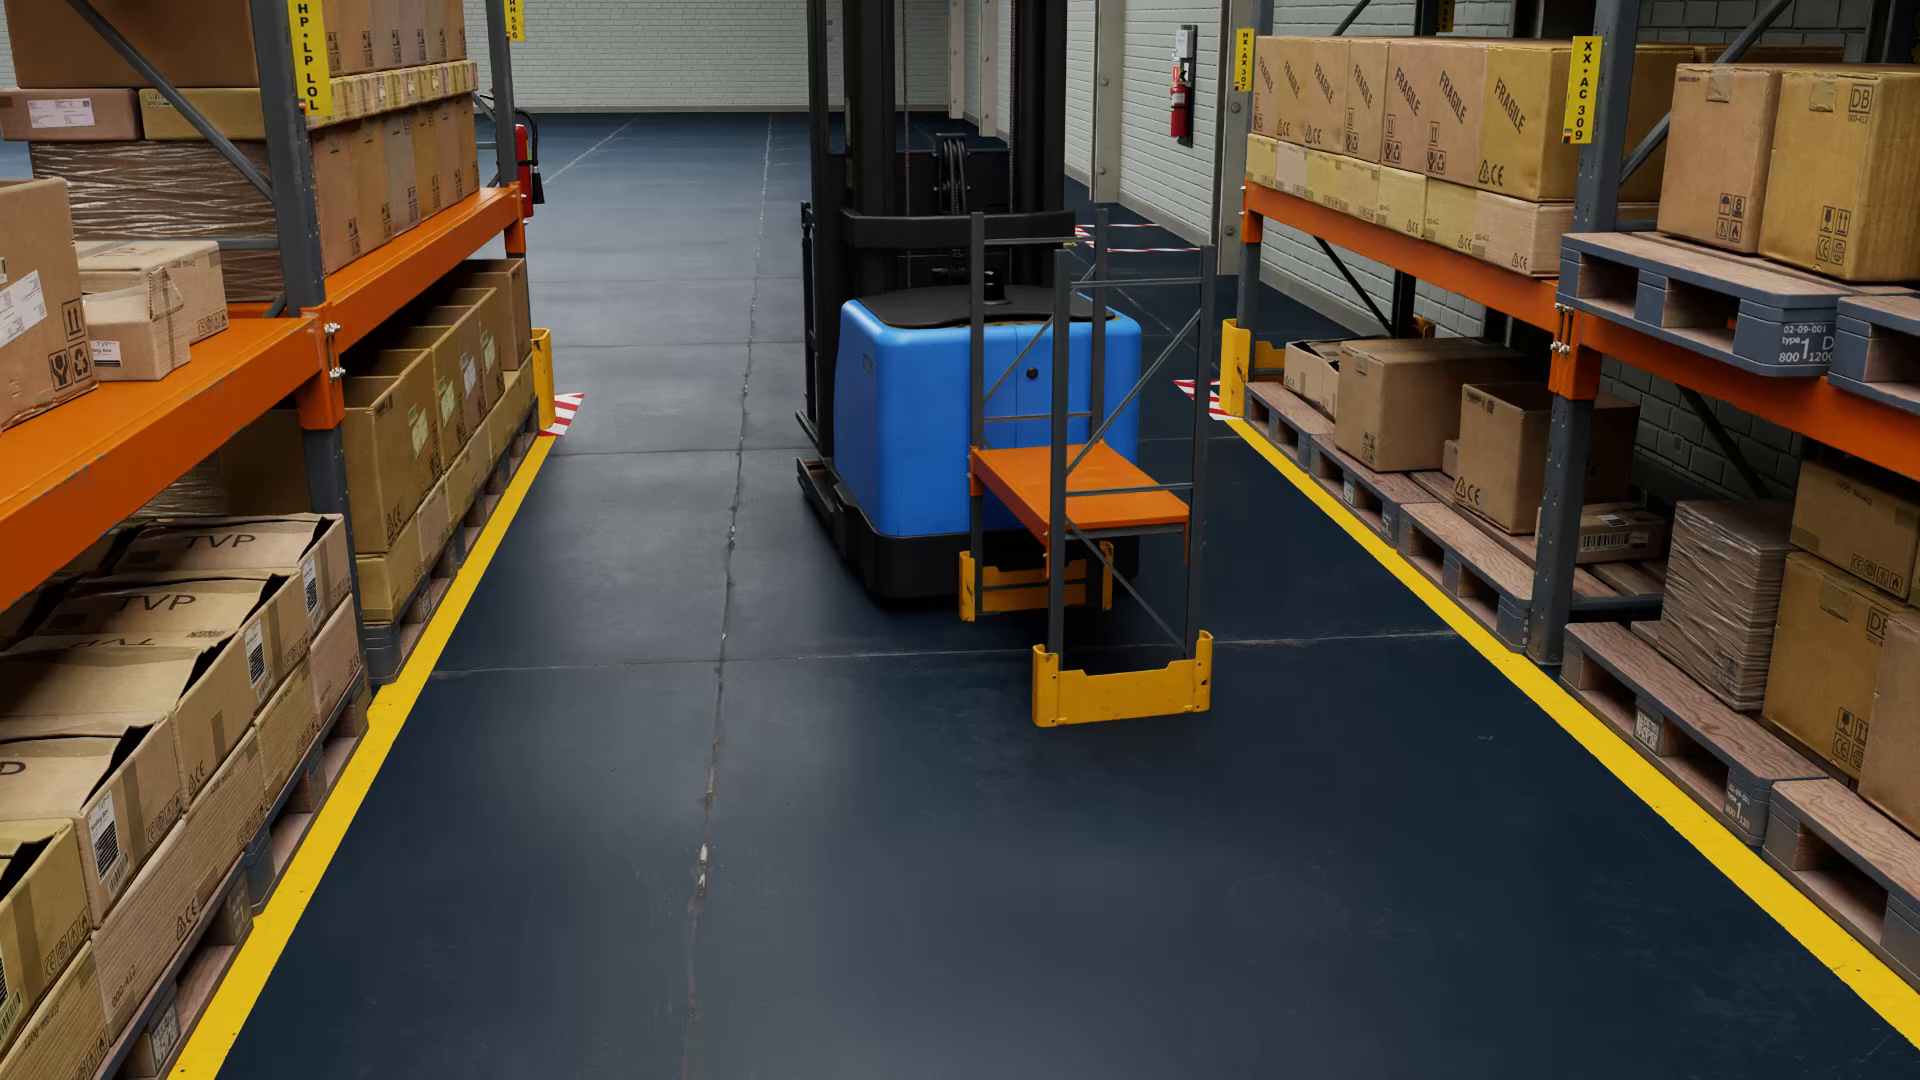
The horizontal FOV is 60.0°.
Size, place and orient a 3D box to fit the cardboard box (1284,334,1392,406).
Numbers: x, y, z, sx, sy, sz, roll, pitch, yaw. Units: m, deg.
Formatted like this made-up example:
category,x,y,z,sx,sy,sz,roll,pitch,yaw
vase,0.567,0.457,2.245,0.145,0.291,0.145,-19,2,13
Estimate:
category,x,y,z,sx,sy,sz,roll,pitch,yaw
cardboard box,2.068,-0.930,8.886,0.500,0.311,0.500,-4,18,-12

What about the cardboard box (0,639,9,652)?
category,x,y,z,sx,sy,sz,roll,pitch,yaw
cardboard box,-2.532,0.412,3.809,0.500,0.311,0.500,-2,18,-7

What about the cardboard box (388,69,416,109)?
category,x,y,z,sx,sy,sz,roll,pitch,yaw
cardboard box,-2.450,-1.845,6.795,0.380,0.149,0.250,-2,18,-6

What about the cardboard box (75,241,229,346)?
category,x,y,z,sx,sy,sz,roll,pitch,yaw
cardboard box,-2.334,-0.649,4.487,0.500,0.250,0.500,-1,17,-2

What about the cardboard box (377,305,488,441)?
category,x,y,z,sx,sy,sz,roll,pitch,yaw
cardboard box,-2.321,-0.707,7.058,0.500,0.500,0.500,-2,18,-6

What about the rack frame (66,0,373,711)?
category,x,y,z,sx,sy,sz,roll,pitch,yaw
rack frame,-2.428,-0.866,4.927,1.000,3.000,0.127,-2,18,-6

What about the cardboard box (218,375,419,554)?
category,x,y,z,sx,sy,sz,roll,pitch,yaw
cardboard box,-2.165,-0.260,5.635,0.500,0.500,0.500,-2,18,-6

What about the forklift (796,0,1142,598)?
category,x,y,z,sx,sy,sz,roll,pitch,yaw
forklift,-0.150,-1.581,7.321,1.130,2.935,3.031,-4,18,-13

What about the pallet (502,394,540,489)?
category,x,y,z,sx,sy,sz,roll,pitch,yaw
pallet,-2.720,-0.501,8.419,1.003,0.211,1.213,-2,18,-6

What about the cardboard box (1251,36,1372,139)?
category,x,y,z,sx,sy,sz,roll,pitch,yaw
cardboard box,1.836,-2.356,8.639,0.500,0.500,0.500,-2,18,-6

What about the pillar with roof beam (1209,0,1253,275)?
category,x,y,z,sx,sy,sz,roll,pitch,yaw
pillar with roof beam,-1.882,-6.547,13.007,9.100,9.000,0.400,-2,18,-6

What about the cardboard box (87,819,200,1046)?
category,x,y,z,sx,sy,sz,roll,pitch,yaw
cardboard box,-1.942,0.815,3.462,0.500,0.250,0.500,-1,17,-5

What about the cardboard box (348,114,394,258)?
category,x,y,z,sx,sy,sz,roll,pitch,yaw
cardboard box,-2.589,-1.352,6.309,0.700,0.500,0.500,-2,17,-5

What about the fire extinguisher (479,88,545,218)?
category,x,y,z,sx,sy,sz,roll,pitch,yaw
fire extinguisher,-2.391,-2.070,8.893,0.296,0.674,0.183,-2,18,-6

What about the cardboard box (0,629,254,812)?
category,x,y,z,sx,sy,sz,roll,pitch,yaw
cardboard box,-1.992,0.393,3.869,0.500,0.311,0.500,-2,18,-6

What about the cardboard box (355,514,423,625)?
category,x,y,z,sx,sy,sz,roll,pitch,yaw
cardboard box,-2.174,0.098,5.746,0.500,0.250,0.500,-2,18,-6

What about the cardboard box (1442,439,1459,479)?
category,x,y,z,sx,sy,sz,roll,pitch,yaw
cardboard box,2.354,-0.347,7.299,0.380,0.149,0.250,-3,18,-10

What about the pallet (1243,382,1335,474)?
category,x,y,z,sx,sy,sz,roll,pitch,yaw
pallet,2.143,-0.616,8.785,1.003,0.211,1.213,-2,18,-6

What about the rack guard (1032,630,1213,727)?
category,x,y,z,sx,sy,sz,roll,pitch,yaw
rack guard,0.523,0.445,5.343,0.587,0.250,0.087,-4,18,-13

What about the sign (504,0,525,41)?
category,x,y,z,sx,sy,sz,roll,pitch,yaw
sign,-2.300,-2.736,8.554,0.100,0.325,0.005,-2,18,-6

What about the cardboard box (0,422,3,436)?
category,x,y,z,sx,sy,sz,roll,pitch,yaw
cardboard box,-2.259,-0.378,3.207,0.500,0.500,0.500,-2,18,-6

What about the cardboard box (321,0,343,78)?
category,x,y,z,sx,sy,sz,roll,pitch,yaw
cardboard box,-2.534,-1.815,5.618,0.700,0.500,0.500,-2,18,-6

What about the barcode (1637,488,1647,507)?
category,x,y,z,sx,sy,sz,roll,pitch,yaw
barcode,2.709,-0.166,6.605,0.001,0.075,0.075,-2,18,-6

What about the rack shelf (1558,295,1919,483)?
category,x,y,z,sx,sy,sz,roll,pitch,yaw
rack shelf,2.705,-0.081,3.628,1.077,0.370,4.000,-2,18,-6

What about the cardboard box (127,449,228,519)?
category,x,y,z,sx,sy,sz,roll,pitch,yaw
cardboard box,-2.733,-0.393,6.058,0.500,0.500,0.500,-2,18,-6

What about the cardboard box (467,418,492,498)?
category,x,y,z,sx,sy,sz,roll,pitch,yaw
cardboard box,-2.325,-0.349,7.170,0.500,0.250,0.500,-2,18,-6

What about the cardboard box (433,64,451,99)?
category,x,y,z,sx,sy,sz,roll,pitch,yaw
cardboard box,-2.533,-2.078,7.537,0.380,0.149,0.250,-2,17,-5

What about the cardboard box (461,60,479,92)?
category,x,y,z,sx,sy,sz,roll,pitch,yaw
cardboard box,-2.612,-2.307,8.267,0.380,0.149,0.250,-2,18,-7

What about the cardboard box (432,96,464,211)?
category,x,y,z,sx,sy,sz,roll,pitch,yaw
cardboard box,-2.746,-1.809,7.766,0.700,0.500,0.500,-1,17,-4

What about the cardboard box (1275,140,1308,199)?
category,x,y,z,sx,sy,sz,roll,pitch,yaw
cardboard box,1.888,-1.840,8.248,0.500,0.250,0.500,-2,18,-7

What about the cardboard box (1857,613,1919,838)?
category,x,y,z,sx,sy,sz,roll,pitch,yaw
cardboard box,2.707,0.487,4.056,0.700,0.500,0.500,-2,17,-5

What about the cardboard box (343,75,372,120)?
category,x,y,z,sx,sy,sz,roll,pitch,yaw
cardboard box,-2.370,-1.613,6.058,0.380,0.149,0.250,-2,18,-7

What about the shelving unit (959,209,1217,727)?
category,x,y,z,sx,sy,sz,roll,pitch,yaw
shelving unit,0.405,-0.297,5.618,0.587,1.500,1.083,-4,18,-13

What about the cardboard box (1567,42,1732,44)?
category,x,y,z,sx,sy,sz,roll,pitch,yaw
cardboard box,2.608,-1.616,6.283,0.500,0.500,0.500,-2,18,-6

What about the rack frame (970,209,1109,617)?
category,x,y,z,sx,sy,sz,roll,pitch,yaw
rack frame,0.283,-0.447,6.098,0.500,1.500,0.032,-4,18,-13

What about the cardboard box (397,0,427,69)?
category,x,y,z,sx,sy,sz,roll,pitch,yaw
cardboard box,-2.687,-2.262,7.043,0.700,0.500,0.500,-2,18,-5

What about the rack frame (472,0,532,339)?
category,x,y,z,sx,sy,sz,roll,pitch,yaw
rack frame,-2.841,-2.058,8.723,1.000,3.000,0.127,-2,18,-6

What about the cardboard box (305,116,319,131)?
category,x,y,z,sx,sy,sz,roll,pitch,yaw
cardboard box,-2.289,-1.384,5.327,0.380,0.149,0.250,-2,17,-5

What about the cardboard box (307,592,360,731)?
category,x,y,z,sx,sy,sz,roll,pitch,yaw
cardboard box,-2.097,0.360,4.911,0.500,0.250,0.500,-2,18,-6

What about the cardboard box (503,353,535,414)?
category,x,y,z,sx,sy,sz,roll,pitch,yaw
cardboard box,-2.491,-0.795,8.592,0.500,0.250,0.500,-2,18,-6

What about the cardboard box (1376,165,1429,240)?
category,x,y,z,sx,sy,sz,roll,pitch,yaw
cardboard box,2.038,-1.388,6.807,0.500,0.250,0.500,-2,18,-6

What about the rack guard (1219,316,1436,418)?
category,x,y,z,sx,sy,sz,roll,pitch,yaw
rack guard,2.094,-0.996,9.516,1.175,0.500,0.348,-2,18,-6

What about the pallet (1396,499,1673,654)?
category,x,y,z,sx,sy,sz,roll,pitch,yaw
pallet,2.394,0.111,6.470,1.003,0.211,1.213,-2,18,-6

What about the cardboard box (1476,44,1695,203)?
category,x,y,z,sx,sy,sz,roll,pitch,yaw
cardboard box,2.142,-1.447,5.744,0.500,0.500,0.500,-2,18,-6

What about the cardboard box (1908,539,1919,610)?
category,x,y,z,sx,sy,sz,roll,pitch,yaw
cardboard box,2.697,0.110,4.007,0.500,0.250,0.500,-2,18,-7

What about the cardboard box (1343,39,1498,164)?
category,x,y,z,sx,sy,sz,roll,pitch,yaw
cardboard box,1.990,-1.901,7.189,0.500,0.500,0.500,-1,17,-4

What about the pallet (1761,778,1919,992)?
category,x,y,z,sx,sy,sz,roll,pitch,yaw
pallet,2.710,0.907,3.937,1.003,0.211,1.213,-2,18,-6

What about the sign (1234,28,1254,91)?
category,x,y,z,sx,sy,sz,roll,pitch,yaw
sign,1.546,-2.608,9.031,0.100,0.325,0.005,-2,18,-6
